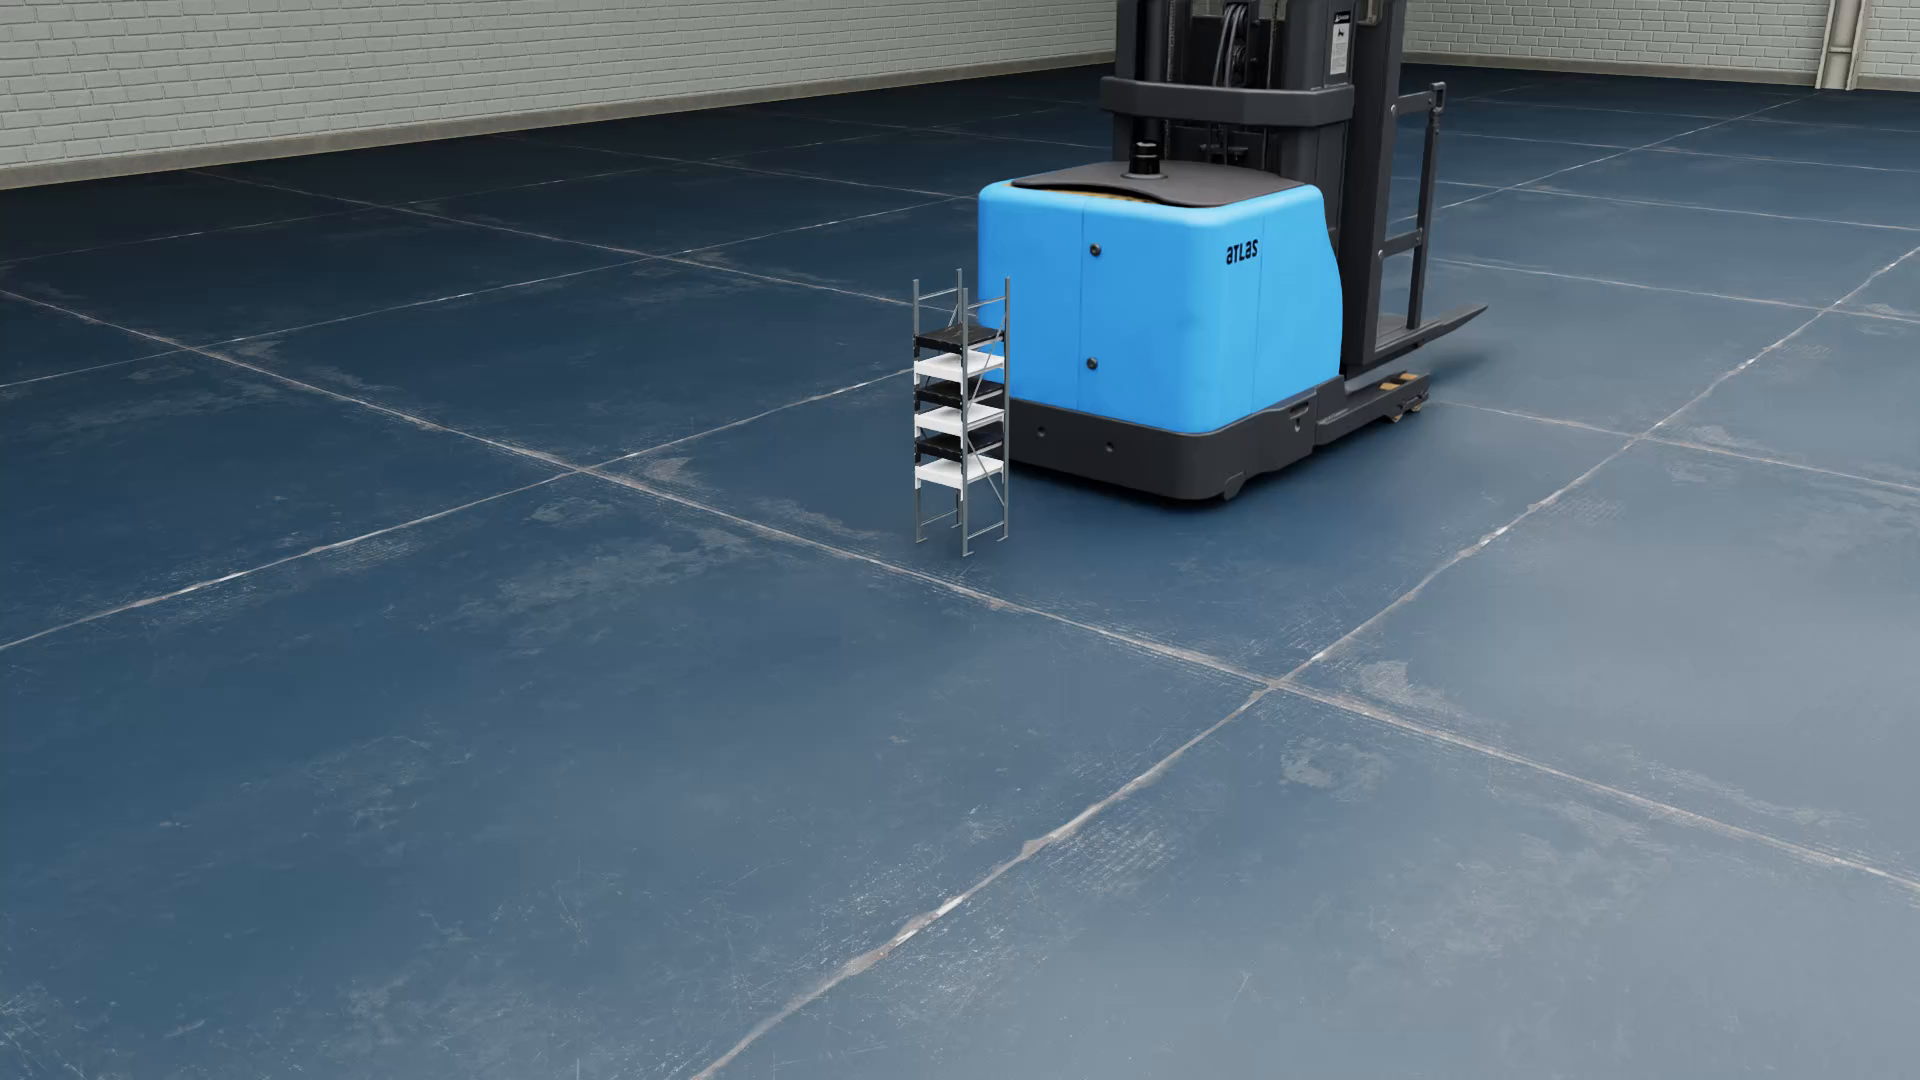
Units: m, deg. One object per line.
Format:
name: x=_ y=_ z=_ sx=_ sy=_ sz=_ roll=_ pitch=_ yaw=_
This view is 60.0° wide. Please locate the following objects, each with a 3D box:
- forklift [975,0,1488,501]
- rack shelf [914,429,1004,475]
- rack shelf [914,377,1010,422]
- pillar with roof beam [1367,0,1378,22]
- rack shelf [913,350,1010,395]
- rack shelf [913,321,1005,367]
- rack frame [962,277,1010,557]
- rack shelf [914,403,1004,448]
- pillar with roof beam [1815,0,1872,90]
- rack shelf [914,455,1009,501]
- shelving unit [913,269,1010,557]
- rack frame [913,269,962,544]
forklift: x=1.360 y=-1.961 z=6.715 sx=1.130 sy=2.935 sz=3.031 roll=16 pitch=26 yaw=36
rack shelf: x=0.006 y=-0.304 z=5.548 sx=0.200 sy=0.077 sz=0.258 roll=16 pitch=26 yaw=36
rack shelf: x=0.006 y=-0.472 z=5.485 sx=0.200 sy=0.077 sz=0.258 roll=16 pitch=26 yaw=36
pillar with roof beam: x=3.308 y=-9.884 z=19.124 sx=0.400 sy=9.000 sz=9.100 roll=16 pitch=26 yaw=36
rack shelf: x=0.006 y=-0.556 z=5.453 sx=0.200 sy=0.077 sz=0.258 roll=16 pitch=26 yaw=36
rack shelf: x=0.006 y=-0.641 z=5.421 sx=0.200 sy=0.077 sz=0.258 roll=16 pitch=26 yaw=36
rack frame: x=0.085 y=-0.397 z=5.444 sx=0.006 sy=0.900 sz=0.240 roll=16 pitch=26 yaw=36
rack shelf: x=0.006 y=-0.388 z=5.516 sx=0.200 sy=0.077 sz=0.258 roll=16 pitch=26 yaw=36
pillar with roof beam: x=7.956 y=-8.545 z=15.574 sx=0.400 sy=9.000 sz=9.100 roll=16 pitch=26 yaw=36
rack shelf: x=0.006 y=-0.220 z=5.580 sx=0.200 sy=0.077 sz=0.258 roll=16 pitch=26 yaw=36
shelving unit: x=0.006 y=-0.419 z=5.505 sx=0.210 sy=0.900 sz=0.258 roll=16 pitch=26 yaw=36
rack frame: x=-0.072 y=-0.442 z=5.565 sx=0.006 sy=0.900 sz=0.240 roll=16 pitch=26 yaw=36
